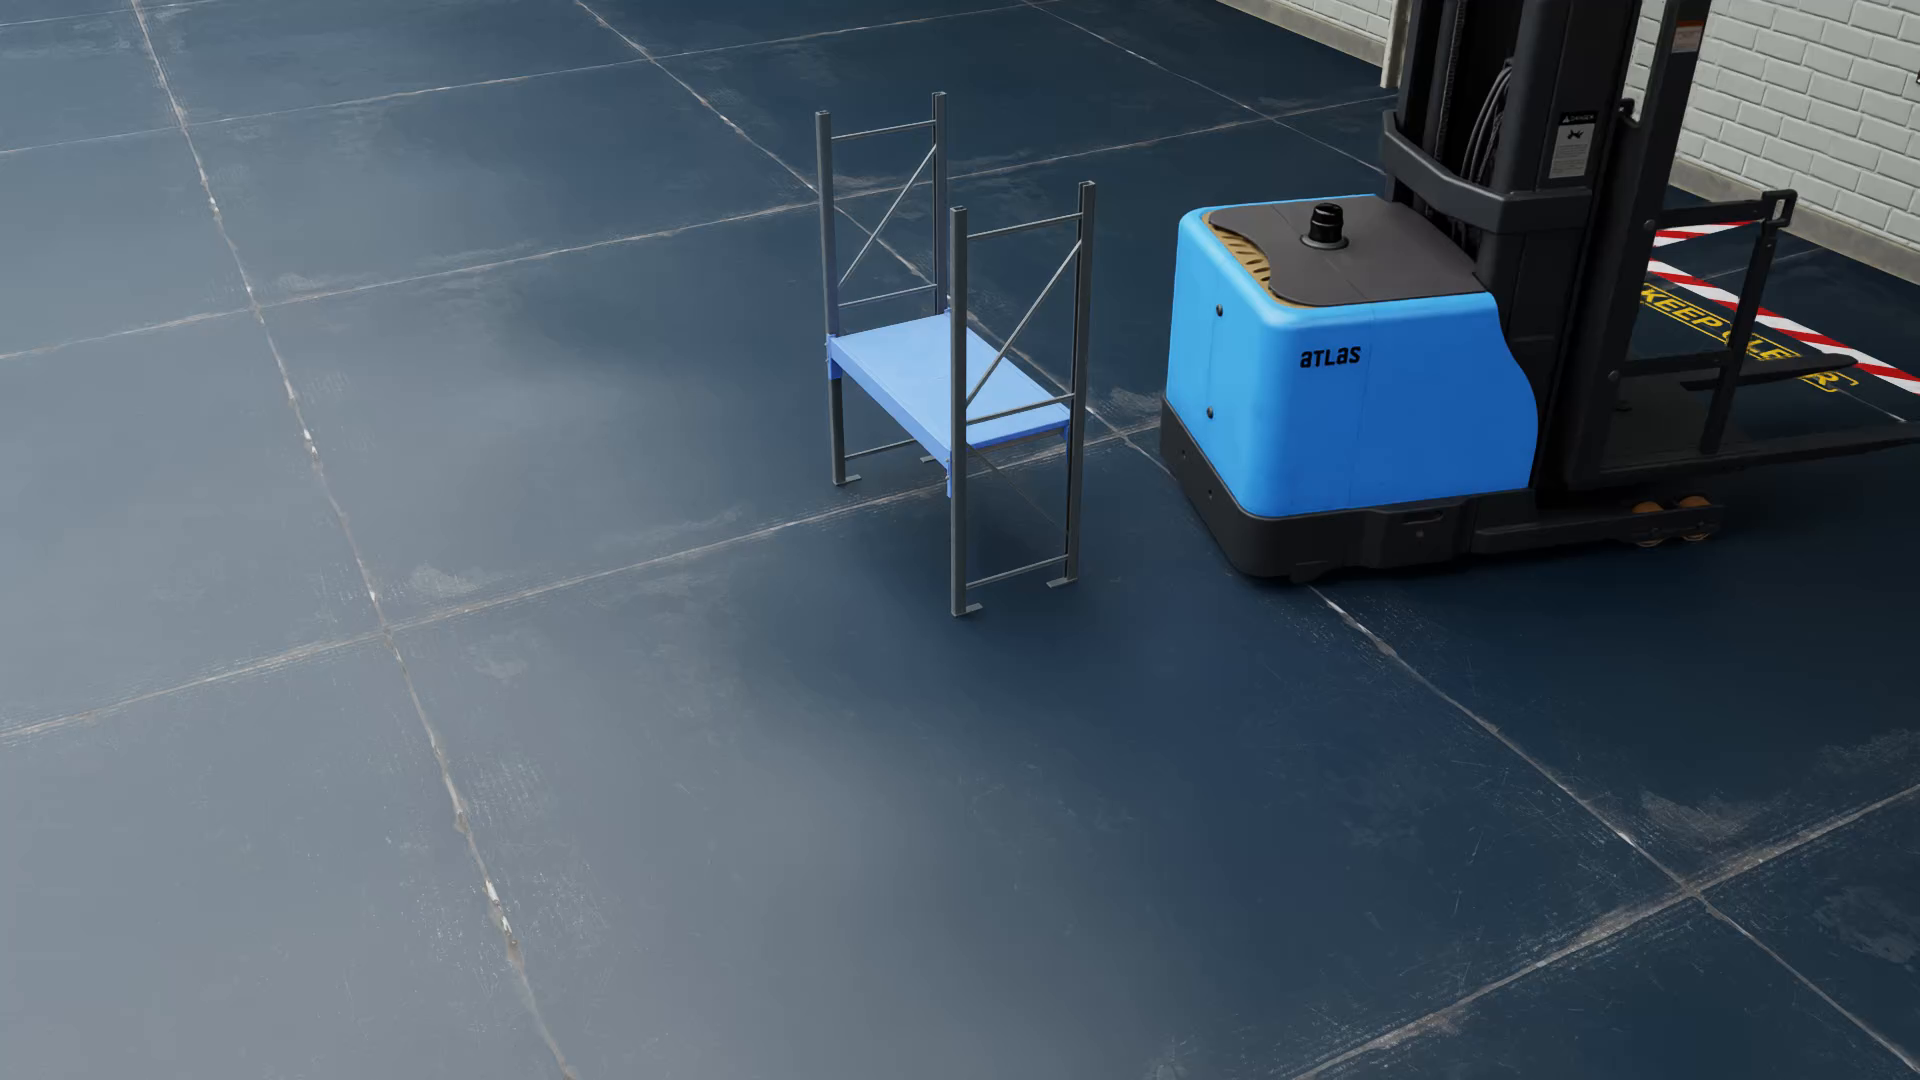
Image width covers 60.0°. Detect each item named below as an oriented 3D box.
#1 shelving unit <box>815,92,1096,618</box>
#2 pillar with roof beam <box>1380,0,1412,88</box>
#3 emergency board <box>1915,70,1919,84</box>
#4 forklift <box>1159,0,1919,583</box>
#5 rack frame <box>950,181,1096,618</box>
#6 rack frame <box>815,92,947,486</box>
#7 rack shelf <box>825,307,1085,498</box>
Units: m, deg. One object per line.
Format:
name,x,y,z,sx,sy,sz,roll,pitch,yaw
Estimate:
shelving unit,-0.040,-0.672,5.909,0.538,1.500,1.048,-16,36,-23
pillar with roof beam,-0.832,-5.627,6.691,9.100,9.000,0.400,-16,36,-23
emergency board,4.668,-2.518,7.399,0.157,1.169,0.626,-16,36,-23
forklift,2.371,-1.480,5.843,3.031,2.935,1.130,-7,33,-10
rack frame,0.197,-0.430,5.530,0.500,1.500,0.032,-16,36,-23
rack frame,-0.277,-0.915,6.288,0.500,1.500,0.032,-16,36,-23
rack shelf,-0.040,-0.521,6.006,0.538,0.185,1.000,-16,36,-23
